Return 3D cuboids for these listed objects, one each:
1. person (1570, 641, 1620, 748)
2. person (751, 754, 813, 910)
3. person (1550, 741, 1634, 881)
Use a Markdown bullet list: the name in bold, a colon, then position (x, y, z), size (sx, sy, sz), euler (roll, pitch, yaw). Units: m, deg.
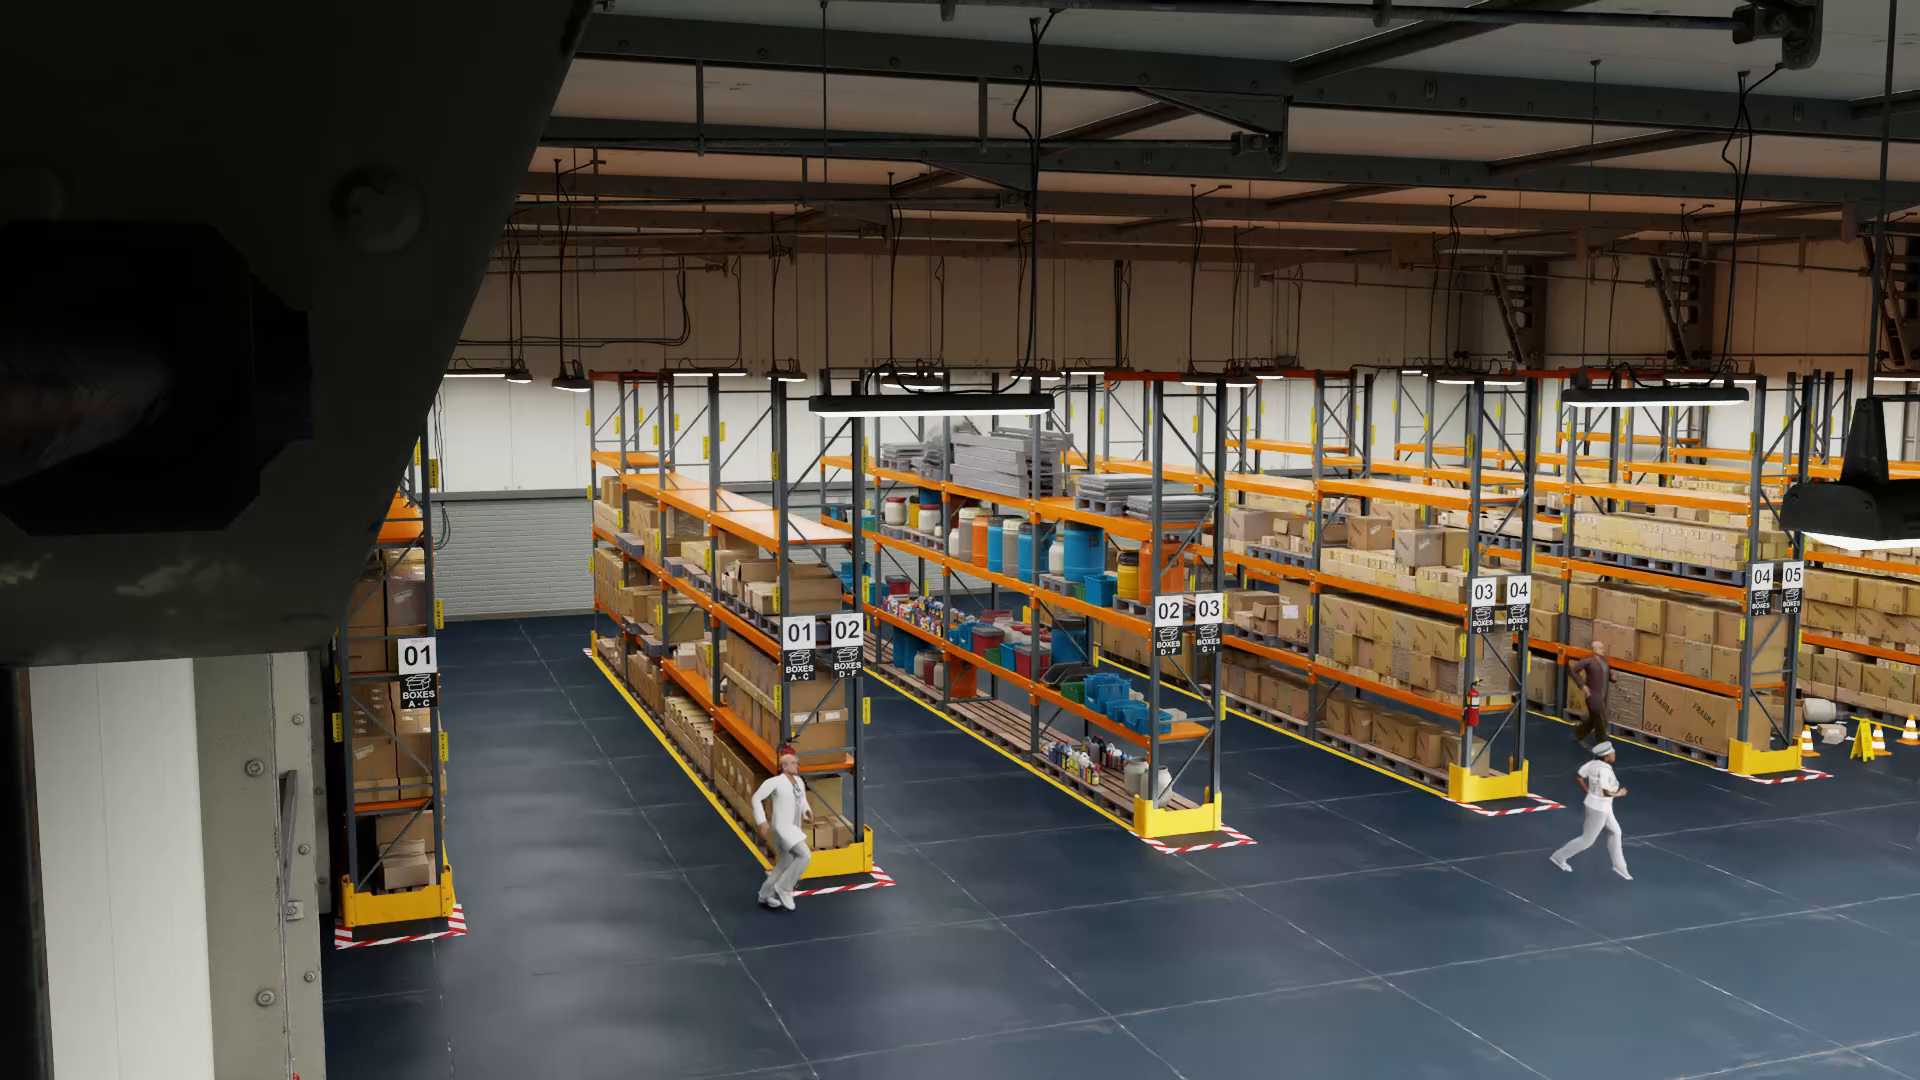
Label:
- **person**: position (10.066, 2.503, 26.363), size (0.694, 1.823, 0.863), euler (-4, 8, -34)
- **person**: position (-1.956, 3.329, 19.115), size (0.682, 1.713, 0.695), euler (3, 7, 25)
- **person**: position (7.642, 3.278, 20.016), size (0.996, 1.739, 0.543), euler (1, 7, 12)
